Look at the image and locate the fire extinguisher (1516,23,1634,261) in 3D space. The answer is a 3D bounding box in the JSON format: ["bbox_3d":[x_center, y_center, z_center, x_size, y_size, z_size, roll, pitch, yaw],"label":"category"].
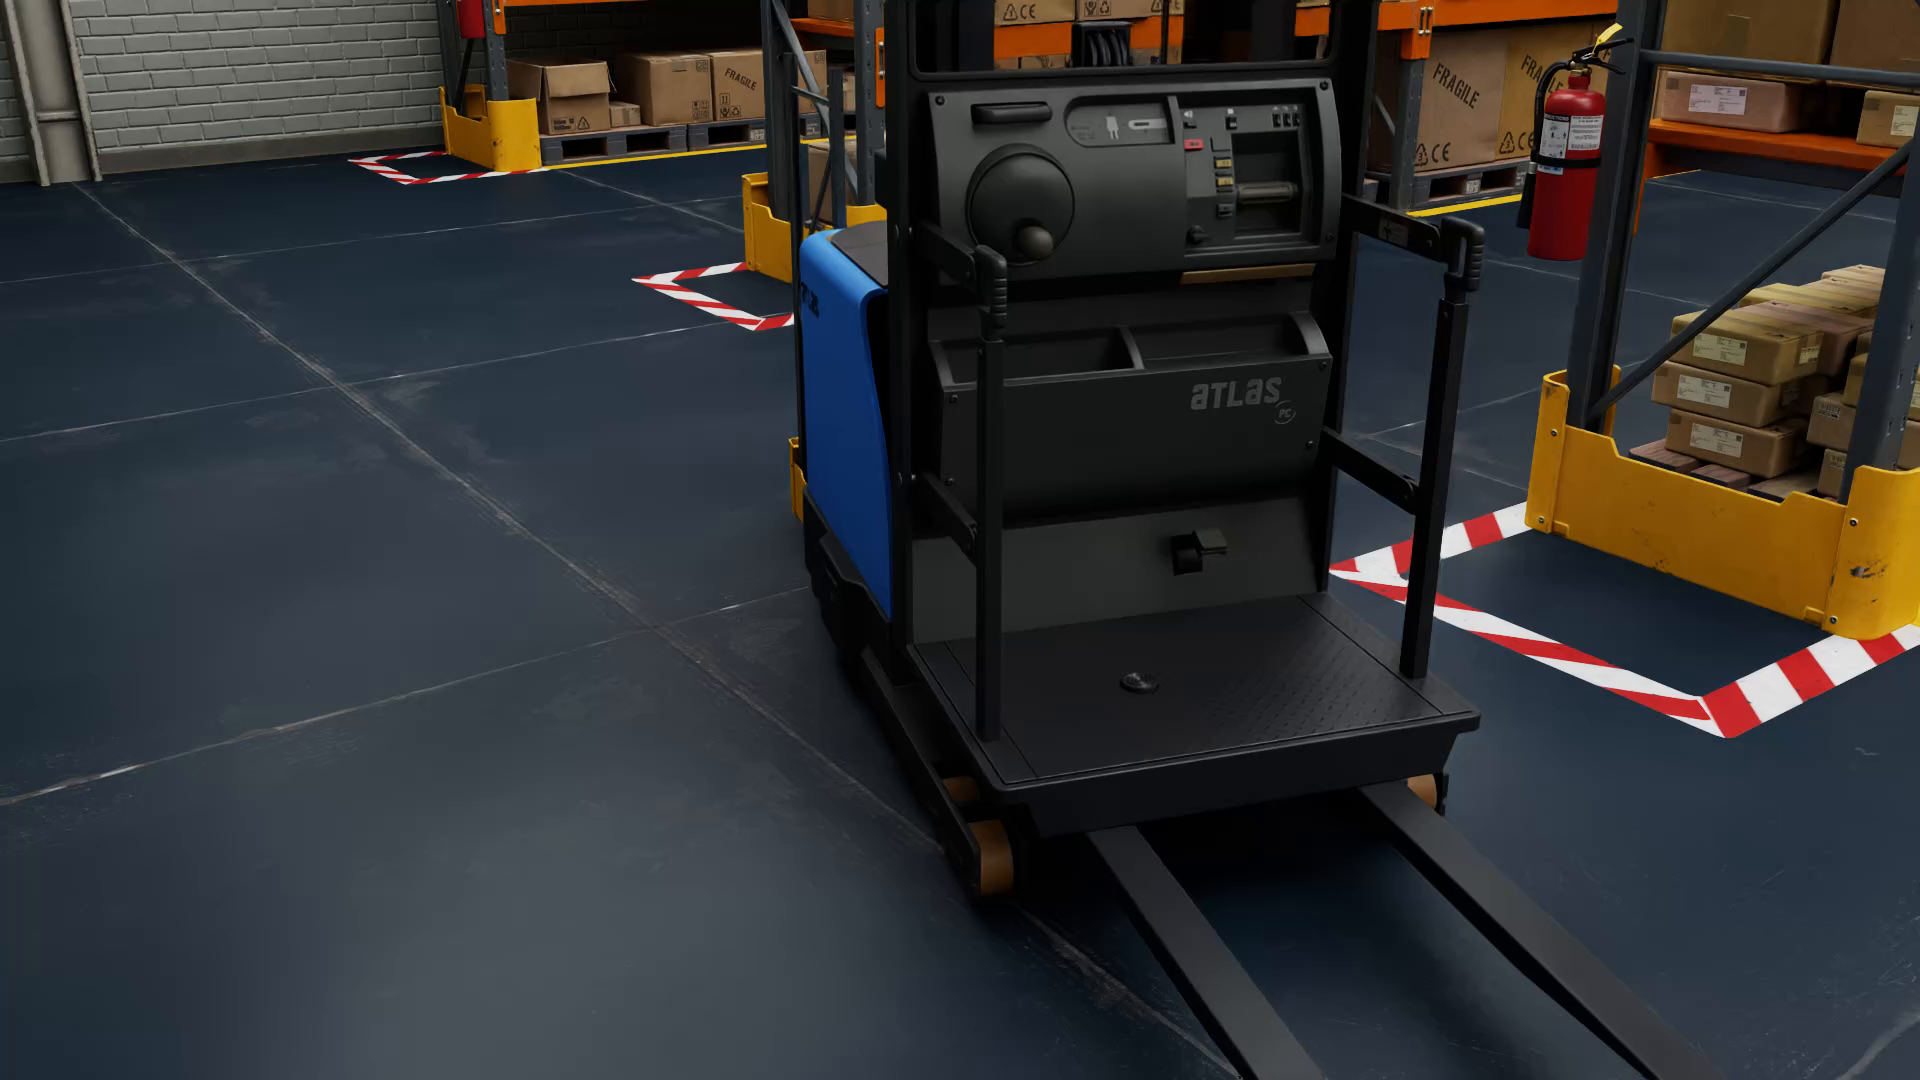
[{"bbox_3d":[1.797,-1.171,4.891,0.183,0.674,0.296,-15,26,-33],"label":"fire extinguisher"}]

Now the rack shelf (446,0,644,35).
[{"bbox_3d":[-1.980,-4.354,13.232,4.000,0.370,1.077,-15,26,-33],"label":"rack shelf"}]

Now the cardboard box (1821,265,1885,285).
[{"bbox_3d":[3.359,-0.877,6.025,0.250,0.149,0.380,-14,26,-31],"label":"cardboard box"}]

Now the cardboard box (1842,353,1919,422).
[{"bbox_3d":[2.895,-0.454,4.965,0.250,0.149,0.380,-16,27,-35],"label":"cardboard box"}]

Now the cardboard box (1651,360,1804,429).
[{"bbox_3d":[2.533,-0.505,5.493,0.250,0.149,0.380,-16,27,-34],"label":"cardboard box"}]

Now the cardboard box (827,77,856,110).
[{"bbox_3d":[-0.927,-3.760,13.895,0.258,0.266,0.396,-14,26,-31],"label":"cardboard box"}]

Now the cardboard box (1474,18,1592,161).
[{"bbox_3d":[3.730,-3.193,11.652,0.875,0.875,0.875,-14,26,-31],"label":"cardboard box"}]

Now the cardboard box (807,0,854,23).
[{"bbox_3d":[-0.465,-2.994,8.716,0.500,0.500,0.500,-15,26,-33],"label":"cardboard box"}]

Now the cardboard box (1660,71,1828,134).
[{"bbox_3d":[2.371,-1.335,5.033,0.250,0.149,0.380,-15,26,-33],"label":"cardboard box"}]

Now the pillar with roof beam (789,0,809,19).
[{"bbox_3d":[1.066,-6.733,10.128,0.400,9.000,9.100,-15,26,-33],"label":"pillar with roof beam"}]

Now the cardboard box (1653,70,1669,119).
[{"bbox_3d":[5.183,-3.578,12.617,0.875,0.875,0.875,-15,26,-33],"label":"cardboard box"}]

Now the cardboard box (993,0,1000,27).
[{"bbox_3d":[-0.145,-2.827,8.299,0.500,0.500,0.500,-15,26,-33],"label":"cardboard box"}]

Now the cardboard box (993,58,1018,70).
[{"bbox_3d":[0.167,-4.193,14.662,0.500,0.500,0.500,-14,25,-31],"label":"cardboard box"}]

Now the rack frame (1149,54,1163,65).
[{"bbox_3d":[0.513,-0.846,5.492,0.032,1.500,0.500,-8,23,-20],"label":"rack frame"}]

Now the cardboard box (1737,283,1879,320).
[{"bbox_3d":[2.926,-0.765,5.744,0.250,0.149,0.380,-16,27,-34],"label":"cardboard box"}]

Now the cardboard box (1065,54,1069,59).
[{"bbox_3d":[1.001,-4.417,15.225,0.500,0.500,0.500,-16,27,-34],"label":"cardboard box"}]

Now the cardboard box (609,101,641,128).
[{"bbox_3d":[-2.684,-3.311,12.926,0.250,0.149,0.380,-16,27,-35],"label":"cardboard box"}]

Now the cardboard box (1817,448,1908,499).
[{"bbox_3d":[2.883,-0.184,5.090,0.250,0.149,0.380,-14,26,-32],"label":"cardboard box"}]

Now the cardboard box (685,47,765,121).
[{"bbox_3d":[-1.848,-3.651,13.305,0.500,0.500,0.500,-14,26,-32],"label":"cardboard box"}]

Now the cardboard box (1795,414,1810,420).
[{"bbox_3d":[2.726,-0.430,5.706,0.250,0.149,0.380,-14,26,-31],"label":"cardboard box"}]

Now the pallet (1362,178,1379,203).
[{"bbox_3d":[1.882,-2.193,10.607,1.213,0.211,1.003,-15,26,-33],"label":"pallet"}]

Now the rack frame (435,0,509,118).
[{"bbox_3d":[-3.604,-4.256,12.014,0.127,3.000,1.000,-15,26,-33],"label":"rack frame"}]

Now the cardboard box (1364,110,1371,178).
[{"bbox_3d":[1.973,-2.530,10.581,0.875,0.438,0.875,-15,26,-34],"label":"cardboard box"}]

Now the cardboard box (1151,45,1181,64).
[{"bbox_3d":[1.837,-4.646,15.798,0.500,0.500,0.500,-14,25,-31],"label":"cardboard box"}]

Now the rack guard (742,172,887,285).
[{"bbox_3d":[-0.721,-1.597,8.724,0.348,0.500,1.175,-15,26,-33],"label":"rack guard"}]

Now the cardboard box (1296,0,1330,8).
[{"bbox_3d":[1.903,-3.385,9.697,0.500,0.500,0.500,-16,27,-34],"label":"cardboard box"}]

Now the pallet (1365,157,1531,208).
[{"bbox_3d":[3.127,-2.524,11.436,1.213,0.211,1.003,-15,26,-33],"label":"pallet"}]

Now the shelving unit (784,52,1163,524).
[{"bbox_3d":[0.031,-0.776,5.316,1.083,1.500,0.587,-8,23,-20],"label":"shelving unit"}]

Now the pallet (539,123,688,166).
[{"bbox_3d":[-2.896,-3.150,13.005,1.213,0.211,1.003,-15,26,-33],"label":"pallet"}]

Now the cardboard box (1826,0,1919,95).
[{"bbox_3d":[2.797,-1.494,4.558,0.500,0.500,0.500,-14,25,-30],"label":"cardboard box"}]

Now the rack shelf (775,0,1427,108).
[{"bbox_3d":[0.922,-2.862,9.492,4.000,0.370,1.077,-15,26,-33],"label":"rack shelf"}]

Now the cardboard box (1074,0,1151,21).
[{"bbox_3d":[0.673,-3.050,8.857,0.500,0.500,0.500,-15,26,-33],"label":"cardboard box"}]

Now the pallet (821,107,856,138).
[{"bbox_3d":[-0.915,-3.678,14.329,1.213,0.211,1.003,-15,26,-33],"label":"pallet"}]

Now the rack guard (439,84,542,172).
[{"bbox_3d":[-3.542,-3.111,12.518,0.348,0.500,1.175,-15,26,-33],"label":"rack guard"}]

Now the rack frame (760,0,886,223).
[{"bbox_3d":[-0.702,-2.763,8.274,0.127,3.000,1.000,-15,26,-33],"label":"rack frame"}]

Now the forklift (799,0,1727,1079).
[{"bbox_3d":[0.451,-0.771,3.374,1.130,2.935,3.031,-6,23,-16],"label":"forklift"}]

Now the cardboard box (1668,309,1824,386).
[{"bbox_3d":[2.553,-0.634,5.415,0.250,0.149,0.380,-15,26,-32],"label":"cardboard box"}]
